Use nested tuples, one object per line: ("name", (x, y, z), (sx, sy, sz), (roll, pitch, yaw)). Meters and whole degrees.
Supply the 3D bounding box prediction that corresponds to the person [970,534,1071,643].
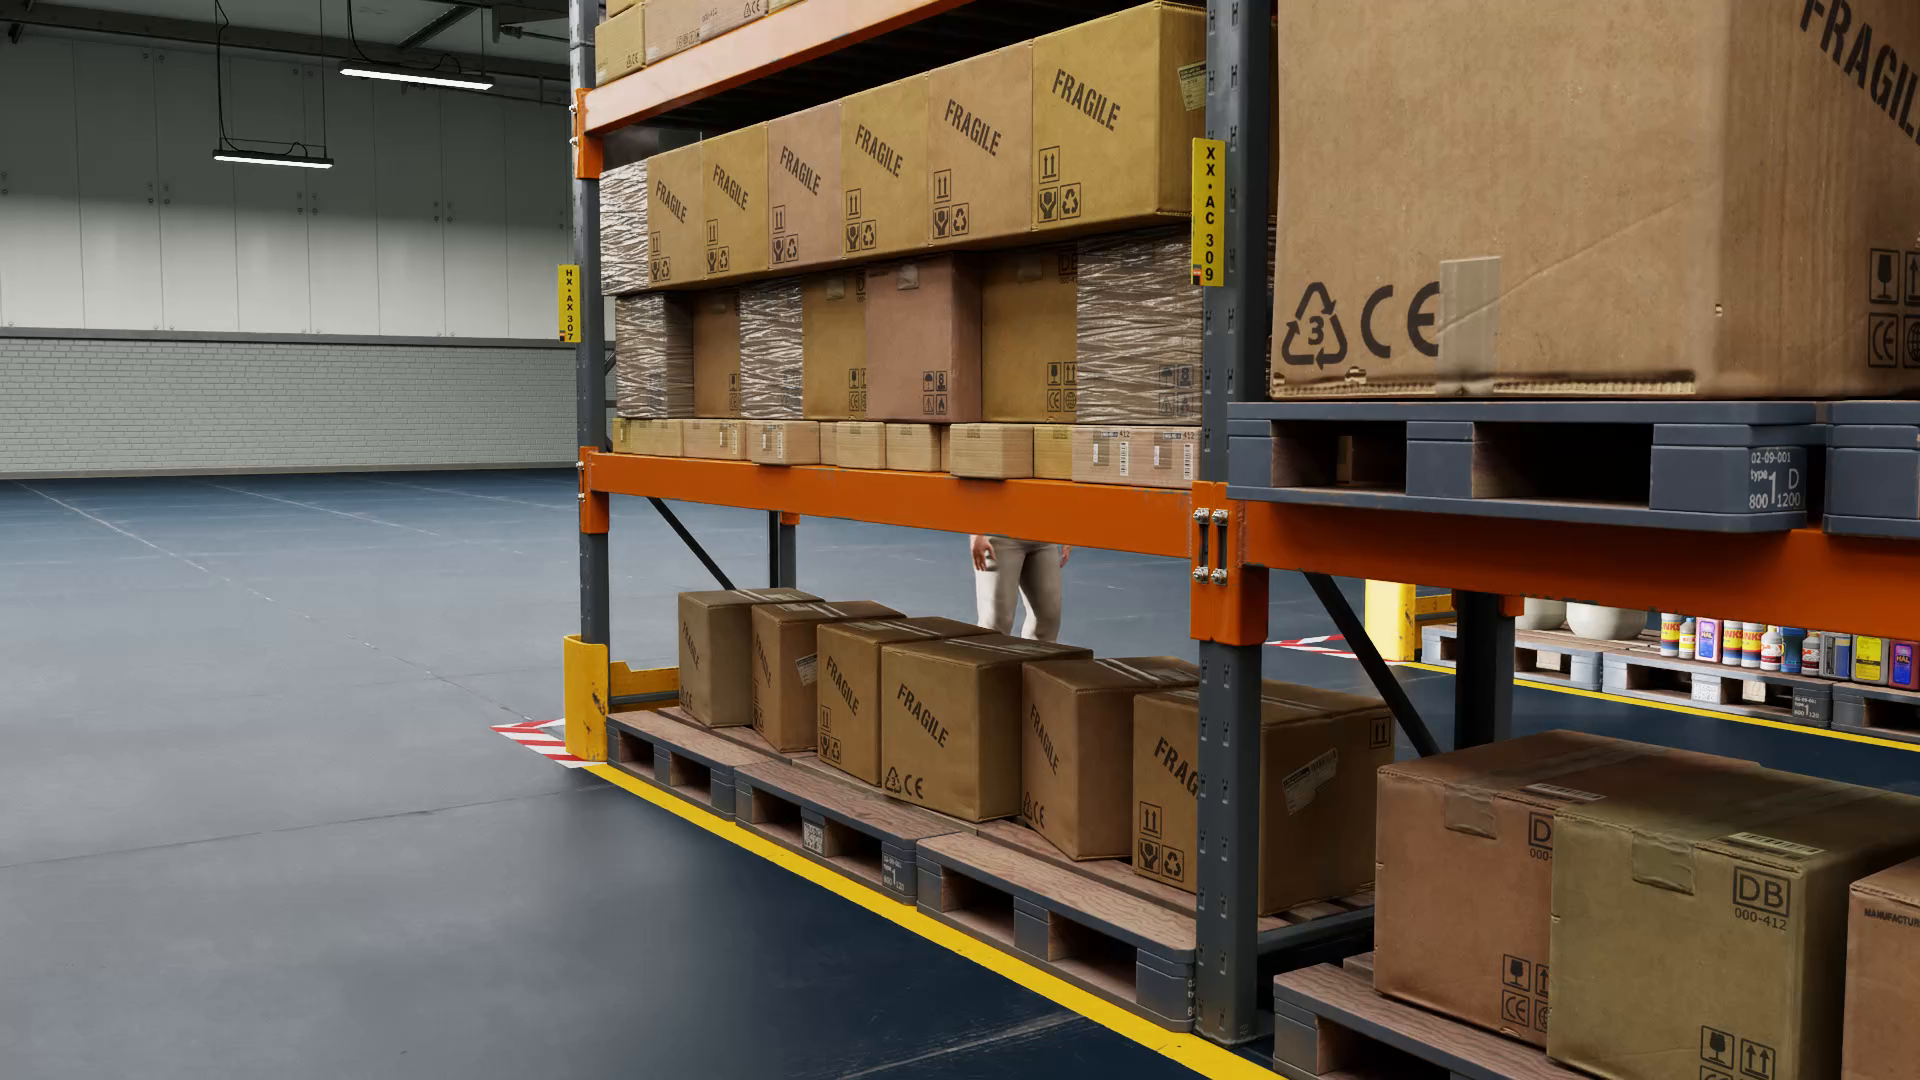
("person", (0.287, -0.002, 7.934), (0.584, 1.726, 0.391), (-3, 6, -34))
